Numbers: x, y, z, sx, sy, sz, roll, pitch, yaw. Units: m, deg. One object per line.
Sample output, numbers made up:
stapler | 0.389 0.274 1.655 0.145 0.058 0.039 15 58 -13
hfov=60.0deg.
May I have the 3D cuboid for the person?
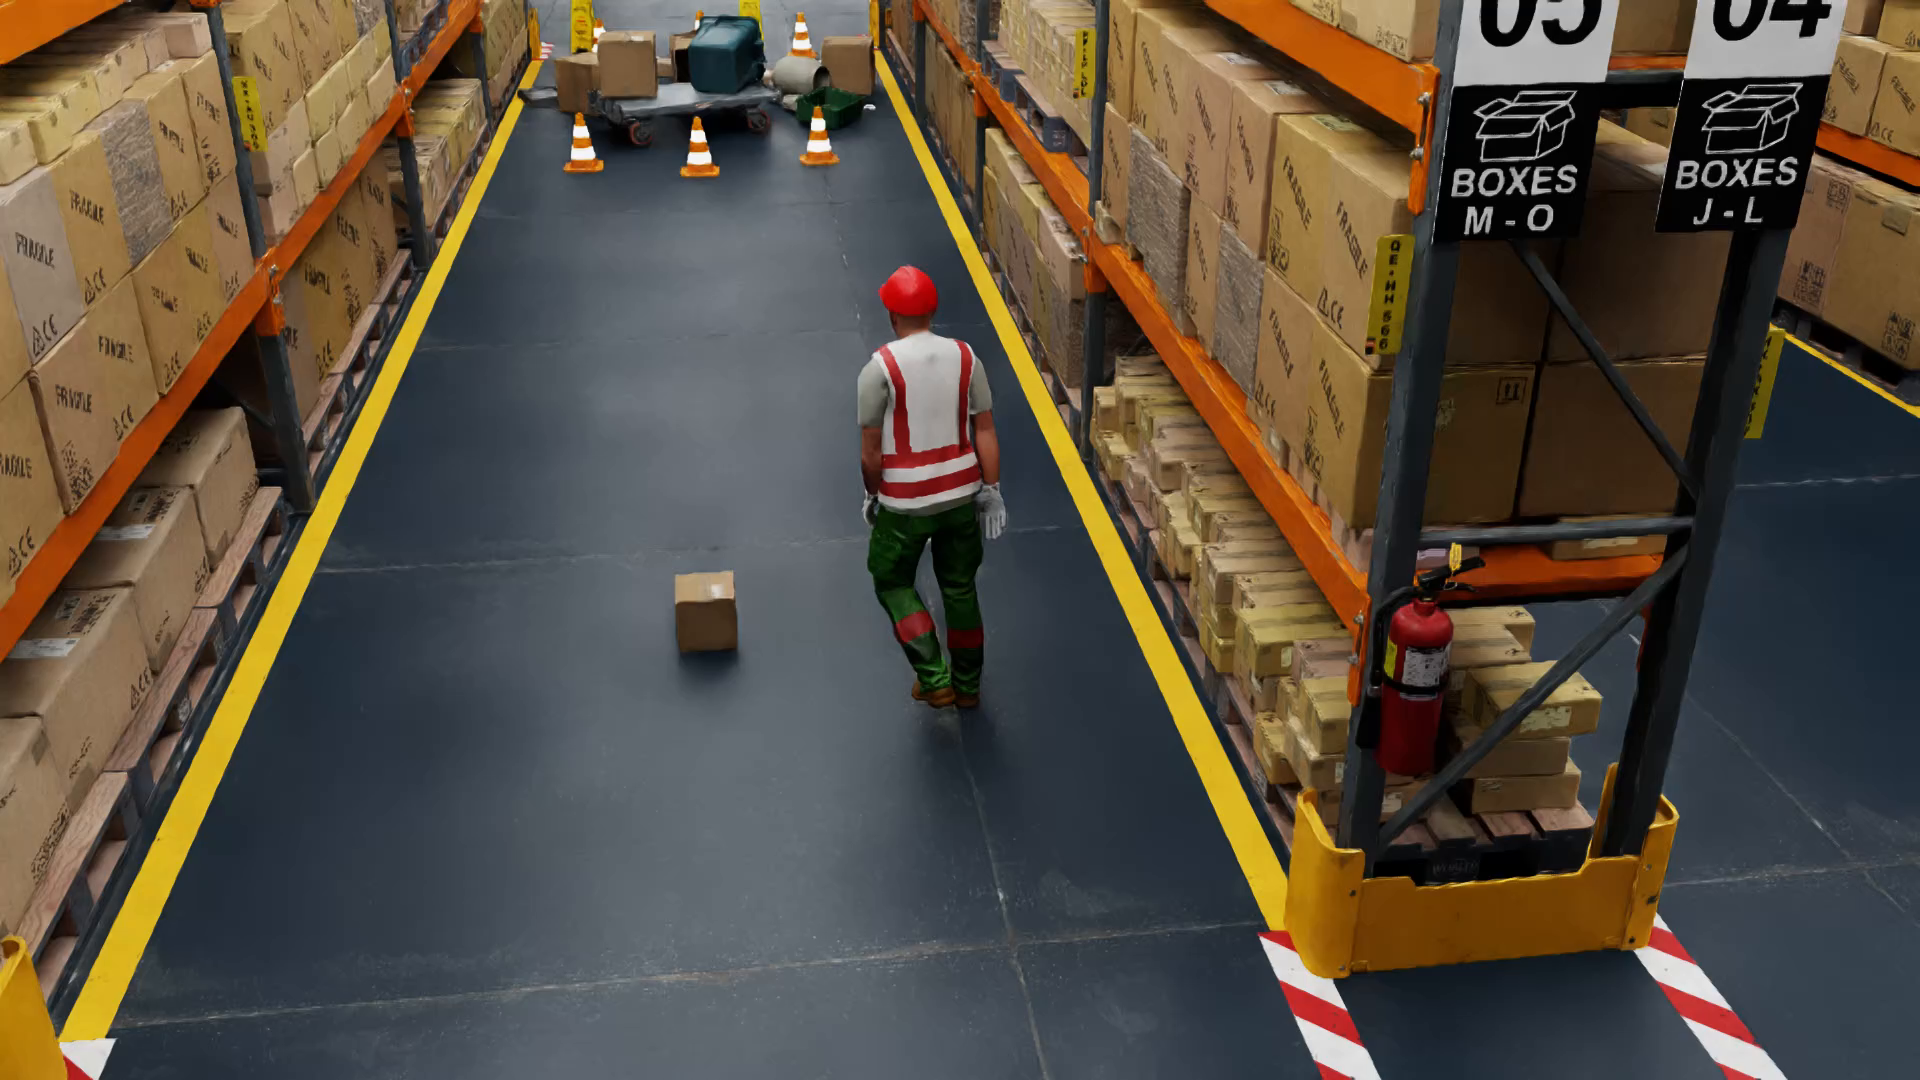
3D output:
person | -0.113 -0.153 6.409 0.539 1.761 0.675 -13 30 -25
